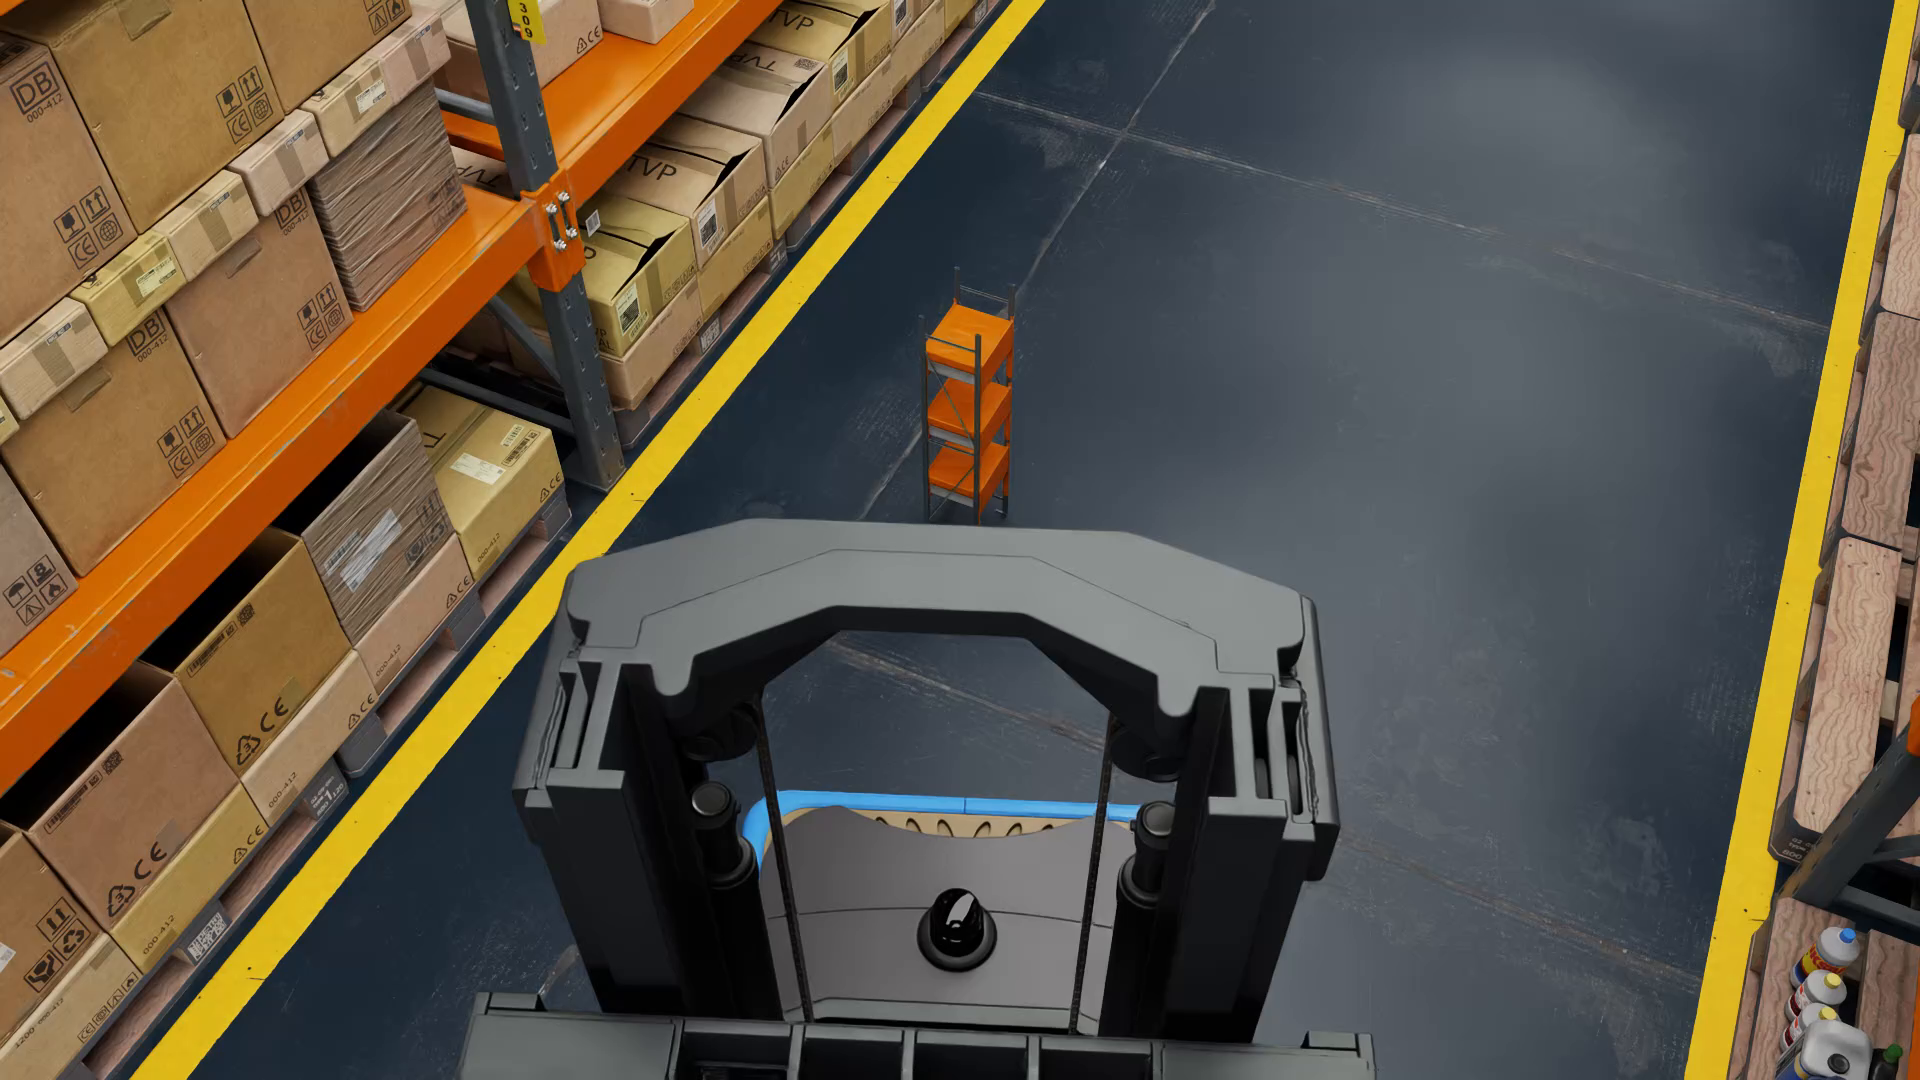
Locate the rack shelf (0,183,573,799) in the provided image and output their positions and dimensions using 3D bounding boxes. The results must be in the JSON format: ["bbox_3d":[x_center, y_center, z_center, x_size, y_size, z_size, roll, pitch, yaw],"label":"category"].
[{"bbox_3d":[-2.525,0.271,4.022,1.077,0.370,4.000,20,52,16],"label":"rack shelf"}]

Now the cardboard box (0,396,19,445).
[{"bbox_3d":[-2.248,-0.267,3.516,0.380,0.149,0.250,21,53,17],"label":"cardboard box"}]

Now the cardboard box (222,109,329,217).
[{"bbox_3d":[-1.811,-0.974,4.118,0.380,0.149,0.250,18,52,15],"label":"cardboard box"}]

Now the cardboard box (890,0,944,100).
[{"bbox_3d":[-0.401,-2.196,7.179,0.500,0.250,0.500,21,53,17],"label":"cardboard box"}]

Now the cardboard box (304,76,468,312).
[{"bbox_3d":[-1.855,-1.064,4.620,0.700,0.500,0.500,19,52,15],"label":"cardboard box"}]

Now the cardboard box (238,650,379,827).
[{"bbox_3d":[-2.094,0.496,4.888,0.500,0.250,0.500,20,52,16],"label":"cardboard box"}]

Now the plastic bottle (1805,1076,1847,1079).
[{"bbox_3d":[2.086,1.411,4.030,0.144,0.351,0.185,21,53,17],"label":"plastic bottle"}]

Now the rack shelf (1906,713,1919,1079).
[{"bbox_3d":[1.951,1.885,2.649,1.077,0.370,4.000,20,52,16],"label":"rack shelf"}]

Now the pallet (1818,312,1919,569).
[{"bbox_3d":[3.626,-0.218,5.797,1.003,0.211,1.213,20,52,16],"label":"pallet"}]

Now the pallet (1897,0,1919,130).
[{"bbox_3d":[4.814,-2.132,7.426,1.003,0.211,1.213,20,52,16],"label":"pallet"}]

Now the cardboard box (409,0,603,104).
[{"bbox_3d":[-1.500,-1.644,5.278,0.500,0.250,0.500,23,53,18],"label":"cardboard box"}]

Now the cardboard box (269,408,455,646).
[{"bbox_3d":[-1.896,-0.097,4.900,0.500,0.500,0.500,20,52,16],"label":"cardboard box"}]

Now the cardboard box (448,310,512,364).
[{"bbox_3d":[-1.756,-0.964,6.131,0.500,0.250,0.500,19,52,16],"label":"cardboard box"}]

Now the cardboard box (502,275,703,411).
[{"bbox_3d":[-1.275,-0.782,5.975,0.500,0.250,0.500,19,52,15],"label":"cardboard box"}]

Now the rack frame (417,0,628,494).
[{"bbox_3d":[-1.671,-1.339,4.920,1.000,3.000,0.127,20,52,16],"label":"rack frame"}]

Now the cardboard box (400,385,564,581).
[{"bbox_3d":[-1.672,-0.194,5.475,0.500,0.250,0.500,20,52,16],"label":"cardboard box"}]

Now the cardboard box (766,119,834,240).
[{"bbox_3d":[-0.836,-1.491,6.579,0.500,0.250,0.500,18,52,15],"label":"cardboard box"}]

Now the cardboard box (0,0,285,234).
[{"bbox_3d":[-2.070,-1.136,3.830,0.700,0.500,0.500,20,52,16],"label":"cardboard box"}]

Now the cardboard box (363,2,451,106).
[{"bbox_3d":[-1.594,-1.325,4.416,0.380,0.149,0.250,20,52,16],"label":"cardboard box"}]

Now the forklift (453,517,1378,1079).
[{"bbox_3d":[-0.063,1.466,2.578,1.130,2.935,3.031,2,50,2],"label":"forklift"}]

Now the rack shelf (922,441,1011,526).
[{"bbox_3d":[0.023,-0.190,5.601,0.215,0.259,0.240,20,52,16],"label":"rack shelf"}]

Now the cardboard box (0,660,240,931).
[{"bbox_3d":[-2.306,0.598,4.309,0.500,0.500,0.500,20,52,16],"label":"cardboard box"}]

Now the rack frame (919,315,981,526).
[{"bbox_3d":[-0.029,-0.293,5.310,0.200,1.050,0.008,20,52,16],"label":"rack frame"}]

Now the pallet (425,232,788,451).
[{"bbox_3d":[-1.392,-0.956,6.425,1.003,0.211,1.213,20,52,16],"label":"pallet"}]

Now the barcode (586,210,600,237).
[{"bbox_3d":[-1.186,-1.023,5.373,0.001,0.075,0.075,20,52,16],"label":"barcode"}]

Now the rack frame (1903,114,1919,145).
[{"bbox_3d":[4.515,-2.480,5.890,1.000,3.000,0.127,20,52,16],"label":"rack frame"}]

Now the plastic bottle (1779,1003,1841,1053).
[{"bbox_3d":[2.187,1.256,4.260,0.097,0.201,0.097,0,50,0],"label":"plastic bottle"}]

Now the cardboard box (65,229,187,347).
[{"bbox_3d":[-2.030,-0.625,3.821,0.380,0.149,0.250,20,52,16],"label":"cardboard box"}]

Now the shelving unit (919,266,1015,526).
[{"bbox_3d":[0.023,-0.377,5.382,0.215,1.050,0.252,20,52,16],"label":"shelving unit"}]

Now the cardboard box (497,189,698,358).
[{"bbox_3d":[-1.269,-0.970,5.767,0.500,0.311,0.500,20,52,16],"label":"cardboard box"}]

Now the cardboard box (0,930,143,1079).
[{"bbox_3d":[-2.525,1.183,4.303,0.500,0.250,0.500,20,52,16],"label":"cardboard box"}]

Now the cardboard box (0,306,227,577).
[{"bbox_3d":[-2.292,-0.355,4.017,0.700,0.500,0.500,21,53,17],"label":"cardboard box"}]

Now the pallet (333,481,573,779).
[{"bbox_3d":[-2.049,0.098,5.528,1.003,0.211,1.213,20,52,16],"label":"pallet"}]

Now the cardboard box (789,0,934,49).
[{"bbox_3d":[-0.398,-2.373,6.961,0.500,0.311,0.500,19,52,16],"label":"cardboard box"}]

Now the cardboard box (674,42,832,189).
[{"bbox_3d":[-0.831,-1.670,6.363,0.500,0.311,0.500,18,52,15],"label":"cardboard box"}]

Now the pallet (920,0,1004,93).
[{"bbox_3d":[-0.349,-2.636,7.854,1.003,0.211,1.213,20,52,16],"label":"pallet"}]

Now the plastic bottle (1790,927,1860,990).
[{"bbox_3d":[2.273,1.093,4.353,0.097,0.271,0.097,0,50,0],"label":"plastic bottle"}]
